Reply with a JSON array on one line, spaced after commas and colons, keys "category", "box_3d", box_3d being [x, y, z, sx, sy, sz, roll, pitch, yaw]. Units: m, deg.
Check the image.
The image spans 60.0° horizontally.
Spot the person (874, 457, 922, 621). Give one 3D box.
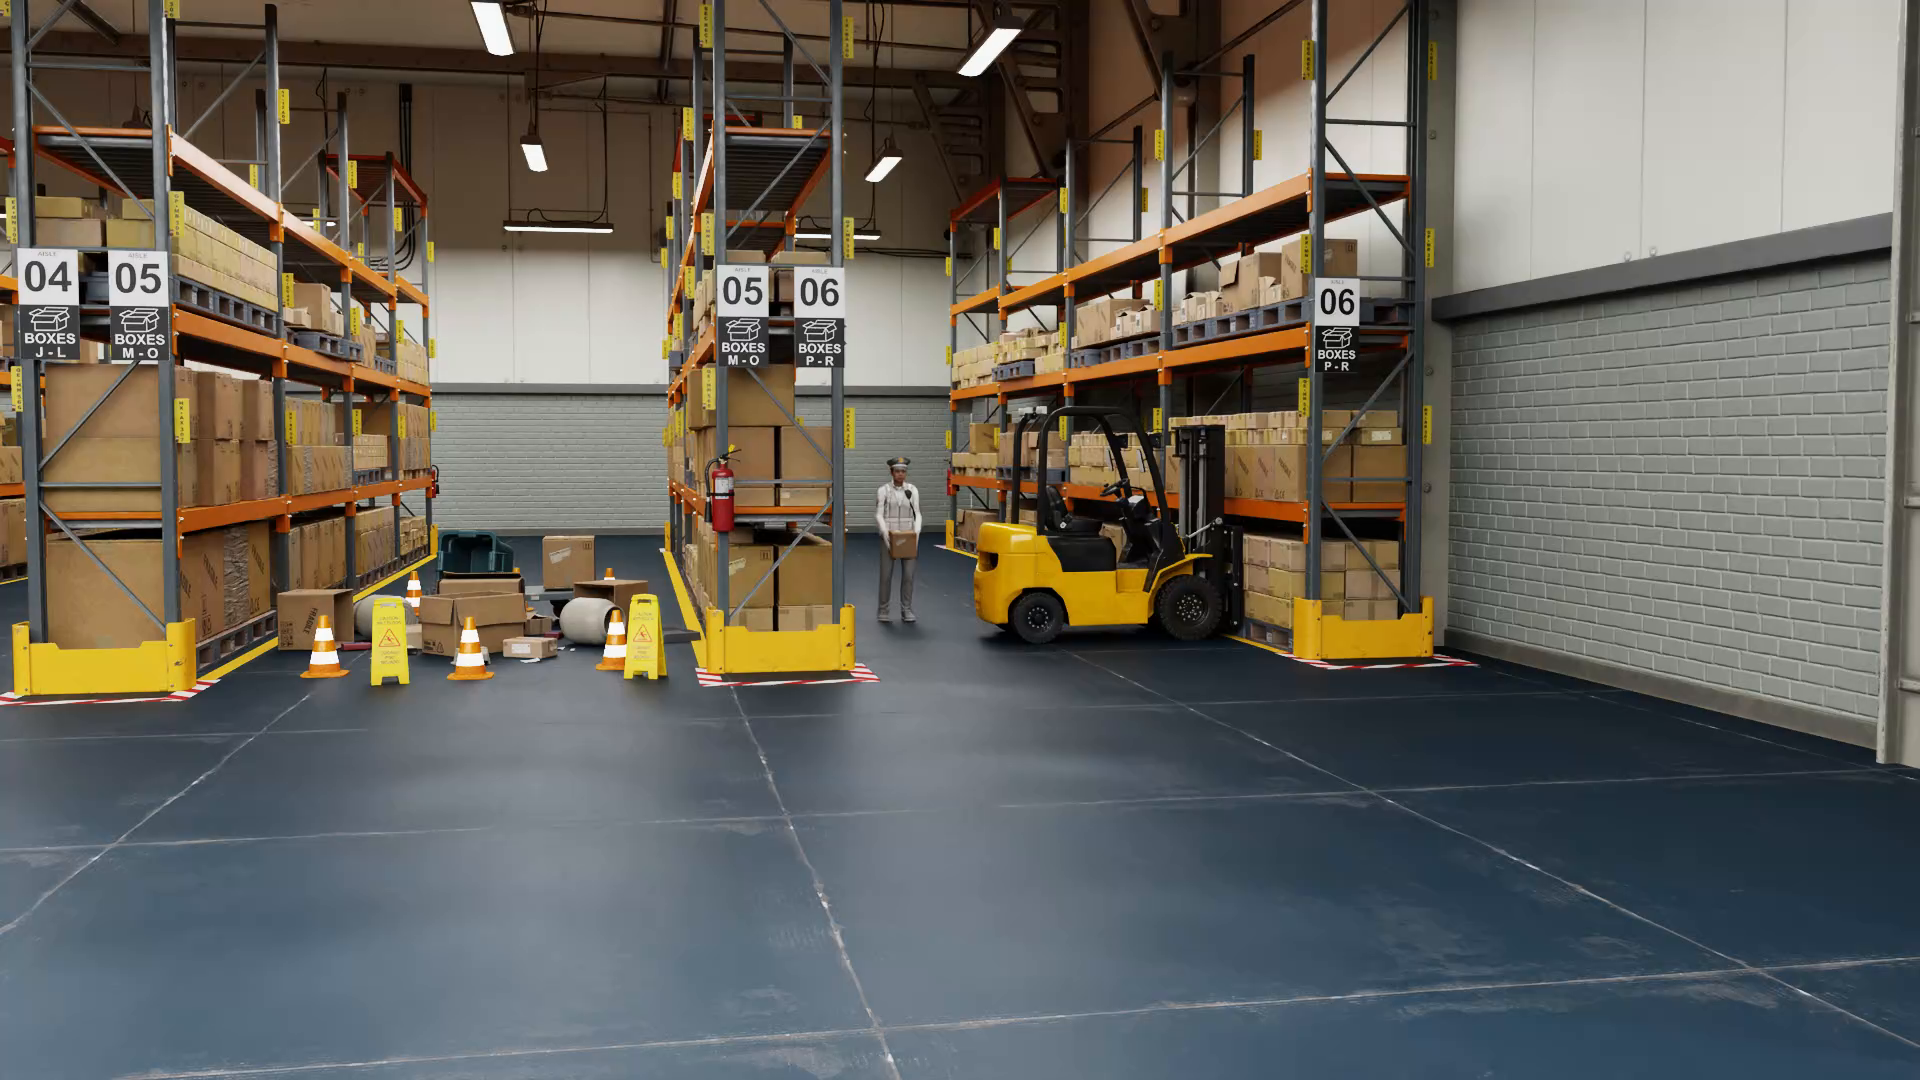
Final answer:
[{"category": "person", "box_3d": [-0.628, -0.011, 17.108, 0.498, 1.686, 0.425, -1, 3, -12]}]
